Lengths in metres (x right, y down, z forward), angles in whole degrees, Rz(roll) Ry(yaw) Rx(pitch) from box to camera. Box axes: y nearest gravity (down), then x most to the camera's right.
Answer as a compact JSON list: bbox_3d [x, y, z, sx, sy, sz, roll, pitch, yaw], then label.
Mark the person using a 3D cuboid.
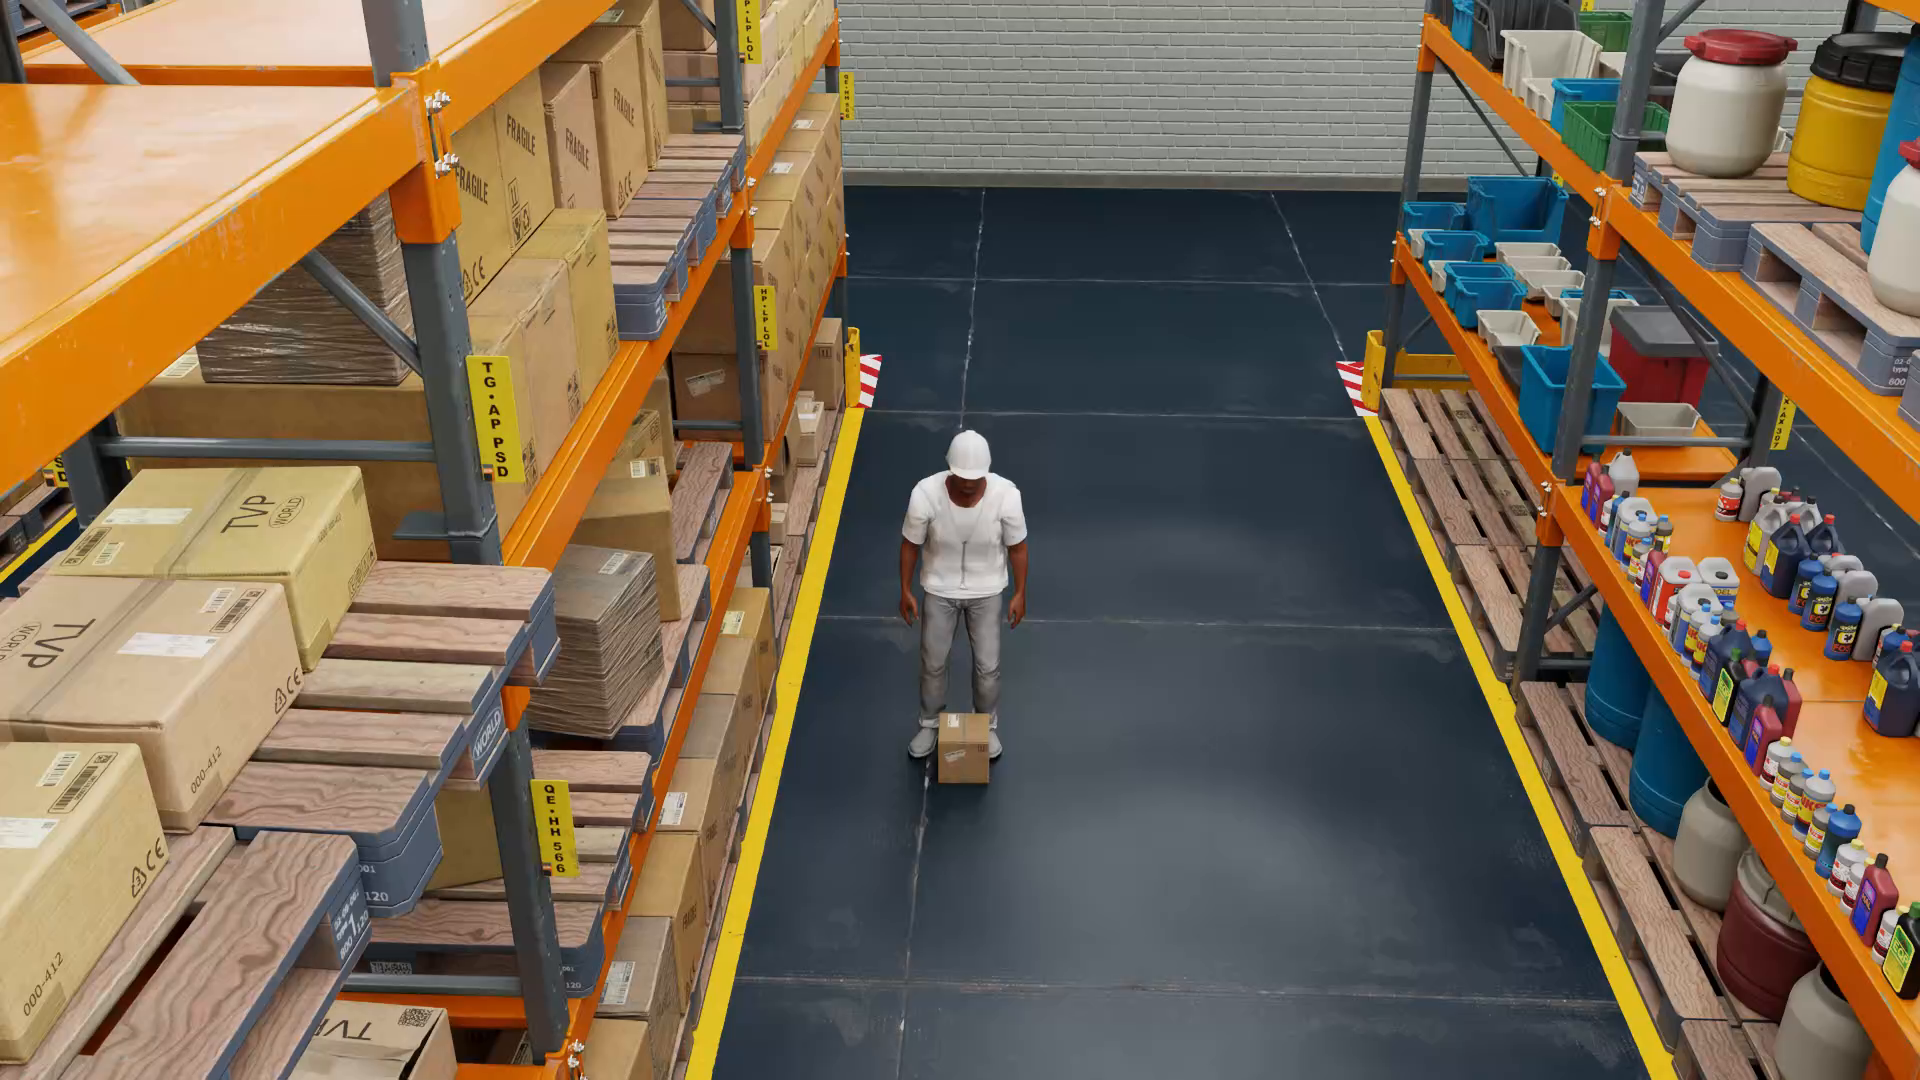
[{"bbox_3d":[0.015,0.258,8.111,0.628,1.761,0.457,0,28,1],"label":"person"}]
